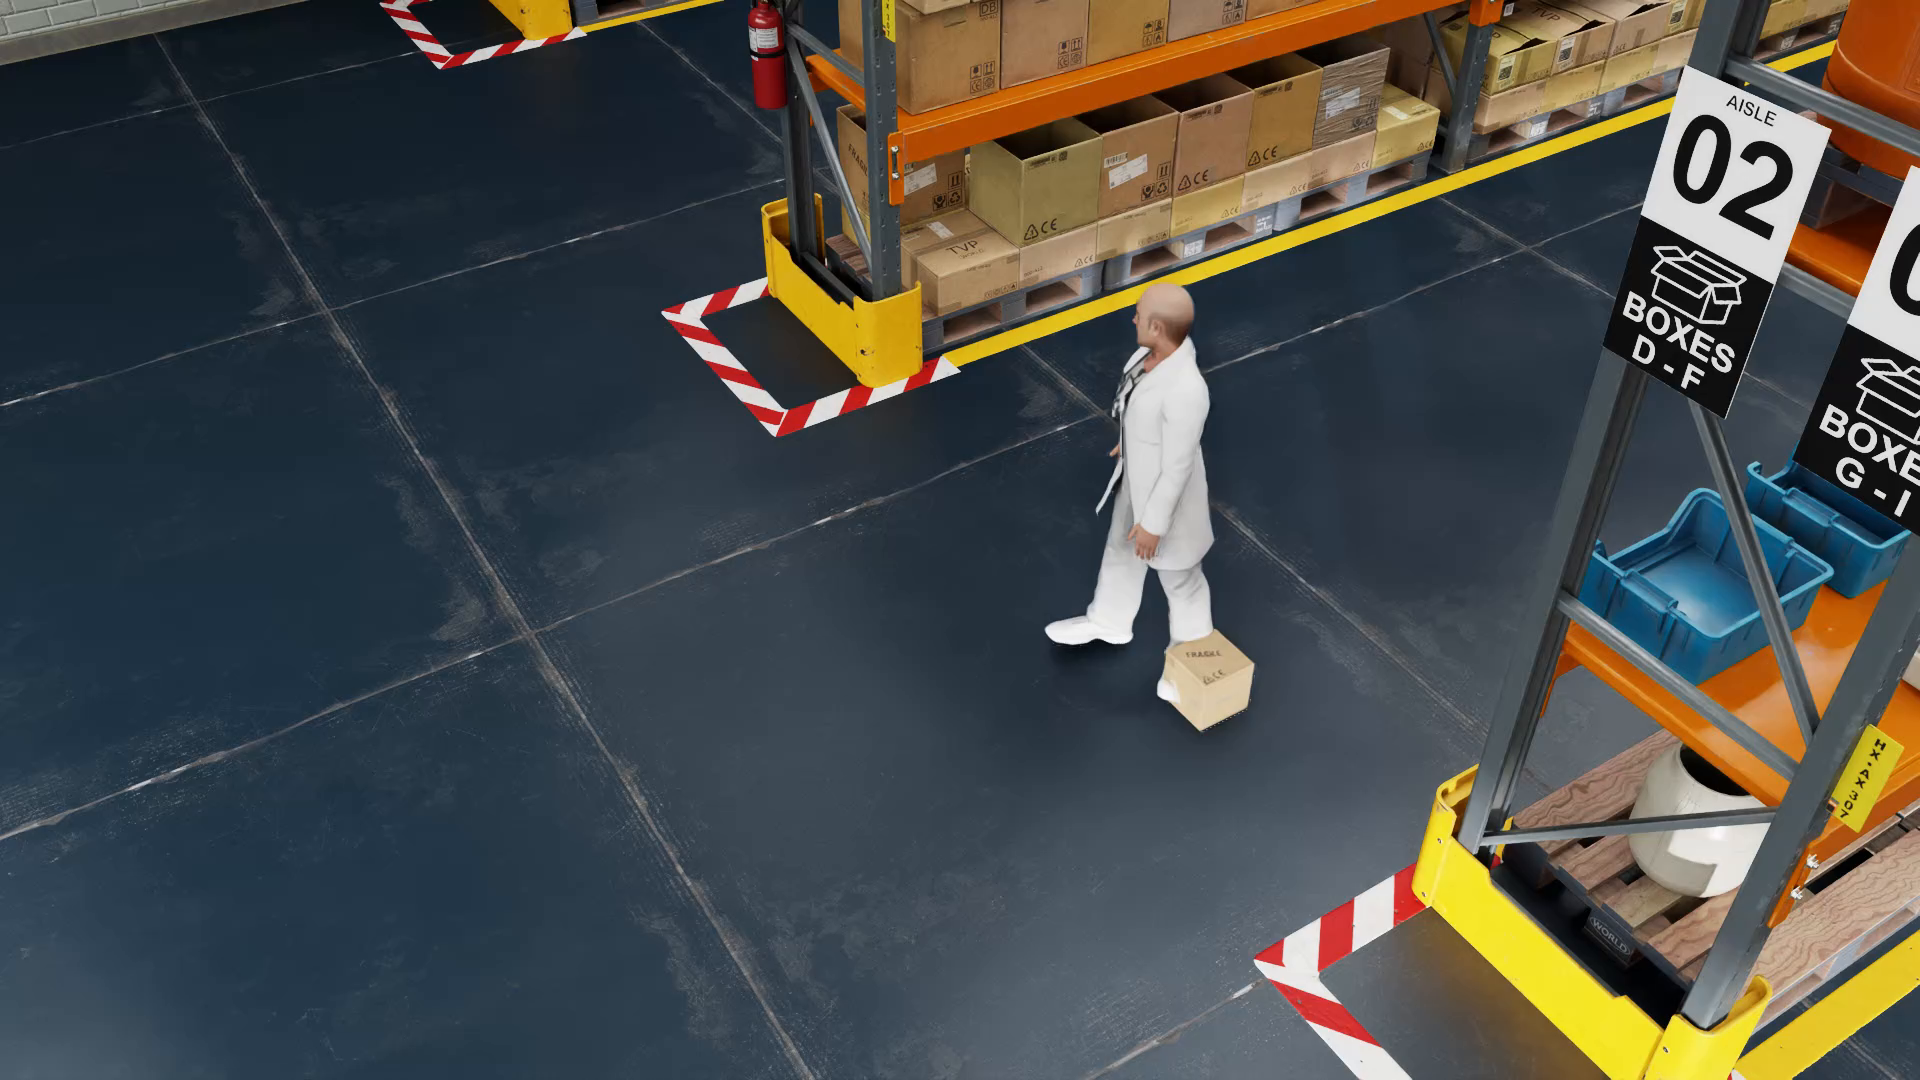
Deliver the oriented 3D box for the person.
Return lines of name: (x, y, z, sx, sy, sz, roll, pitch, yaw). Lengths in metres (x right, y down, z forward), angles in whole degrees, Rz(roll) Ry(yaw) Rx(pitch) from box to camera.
person: (0.710, -0.204, 6.371, 0.658, 1.773, 0.657, -8, 41, -9)
